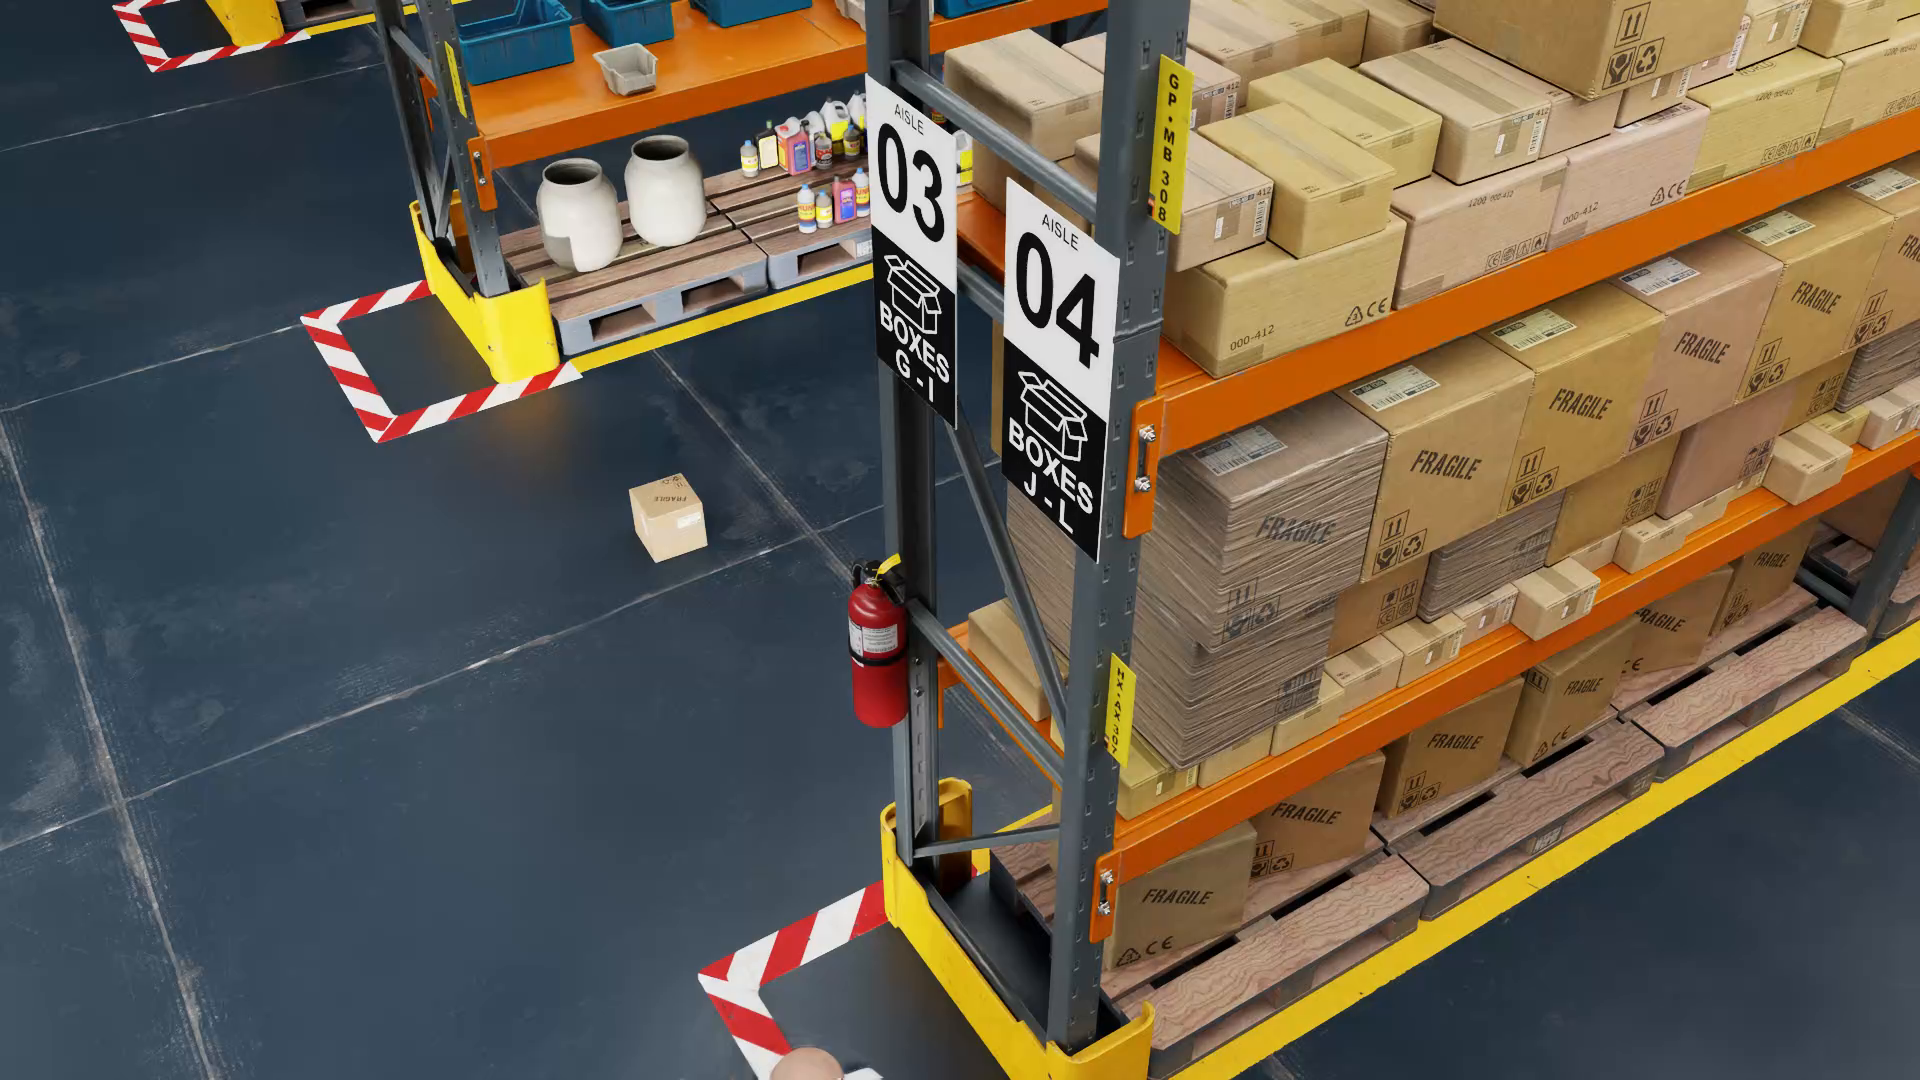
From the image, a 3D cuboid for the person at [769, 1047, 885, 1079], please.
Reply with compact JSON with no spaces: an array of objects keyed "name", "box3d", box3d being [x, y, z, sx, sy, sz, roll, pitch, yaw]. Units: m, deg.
[{"name":"person","box3d":[-0.362,1.785,4.054,0.655,1.735,1.086,-26,47,-28]}]
